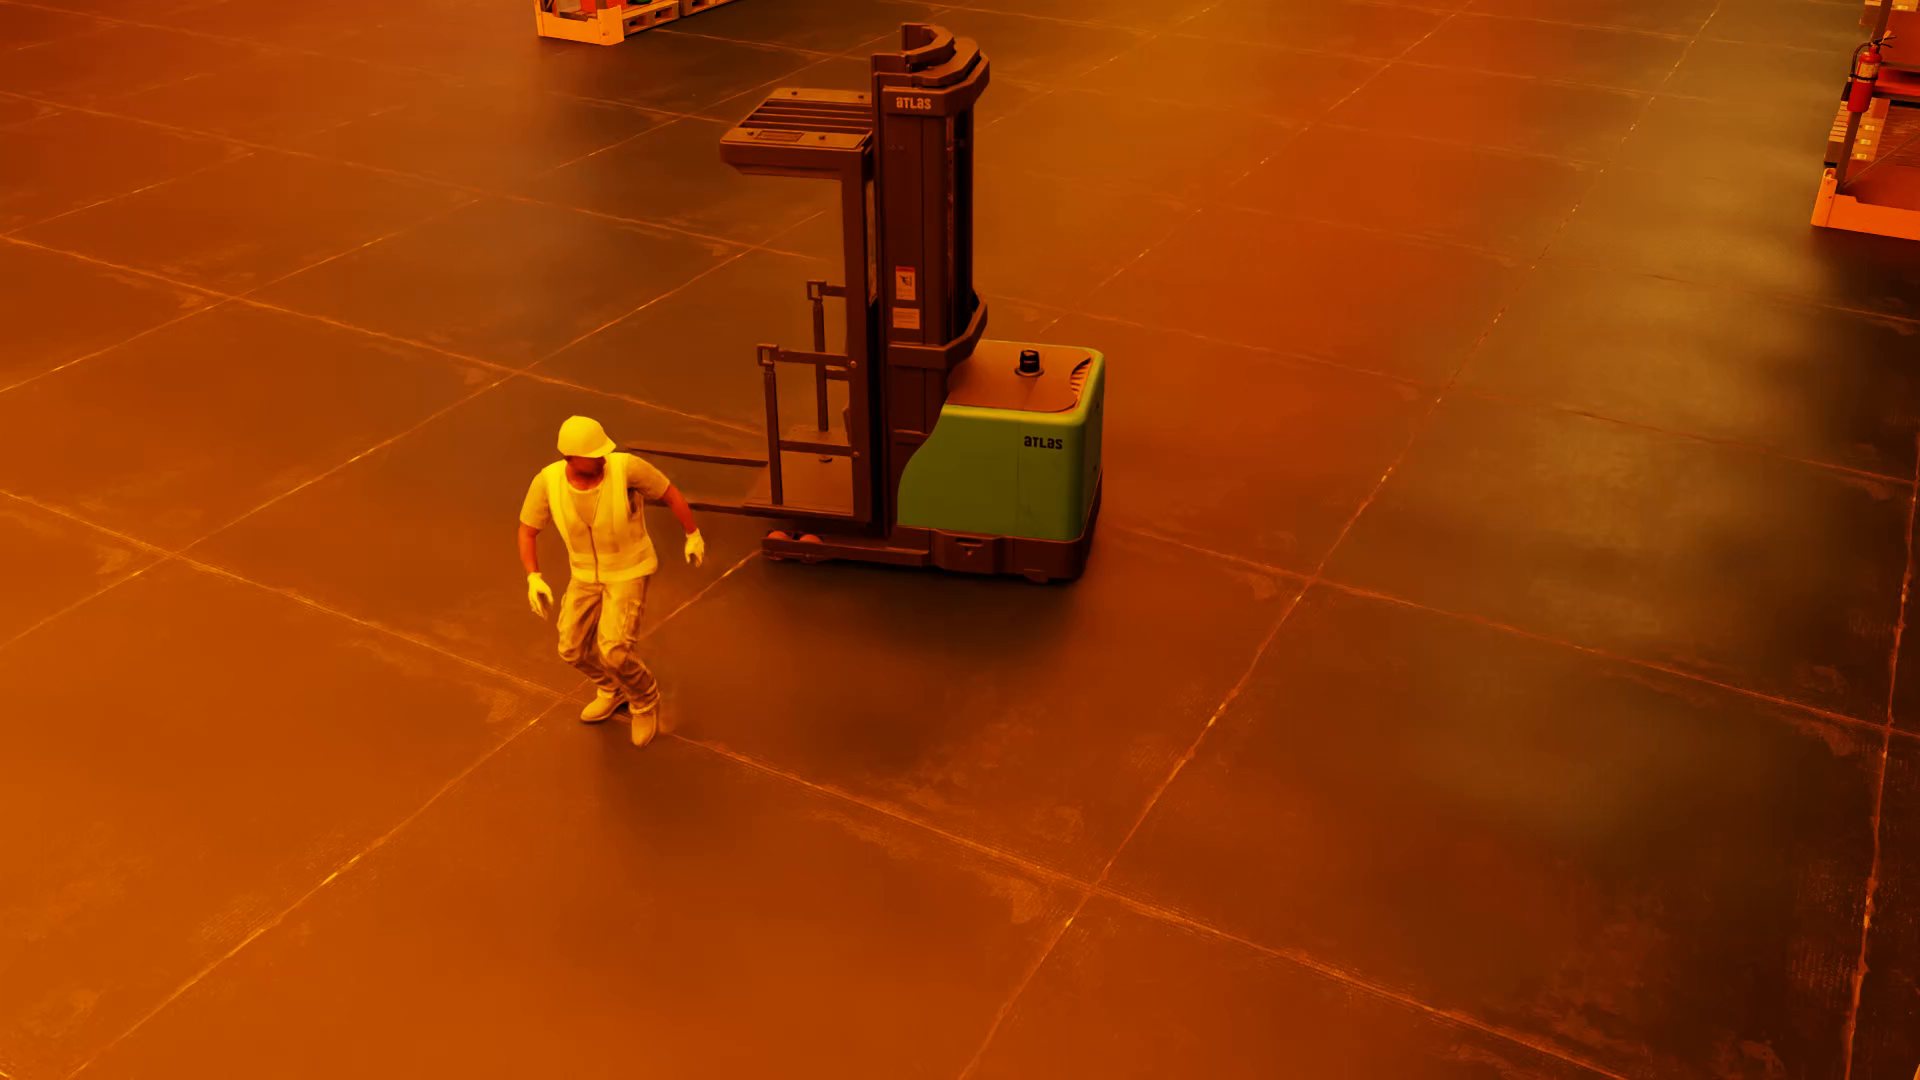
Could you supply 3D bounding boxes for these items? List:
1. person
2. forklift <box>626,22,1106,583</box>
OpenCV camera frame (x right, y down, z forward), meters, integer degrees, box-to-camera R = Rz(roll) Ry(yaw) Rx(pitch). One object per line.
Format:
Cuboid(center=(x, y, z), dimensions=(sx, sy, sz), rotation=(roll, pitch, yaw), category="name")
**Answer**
Cuboid(center=(-1.706, 0.177, 8.018), dimensions=(0.740, 1.725, 0.758), rotation=(9, 31, 16), category="person")
Cuboid(center=(-0.699, -1.383, 9.467), dimensions=(3.031, 2.935, 1.130), rotation=(6, 30, 10), category="forklift")
